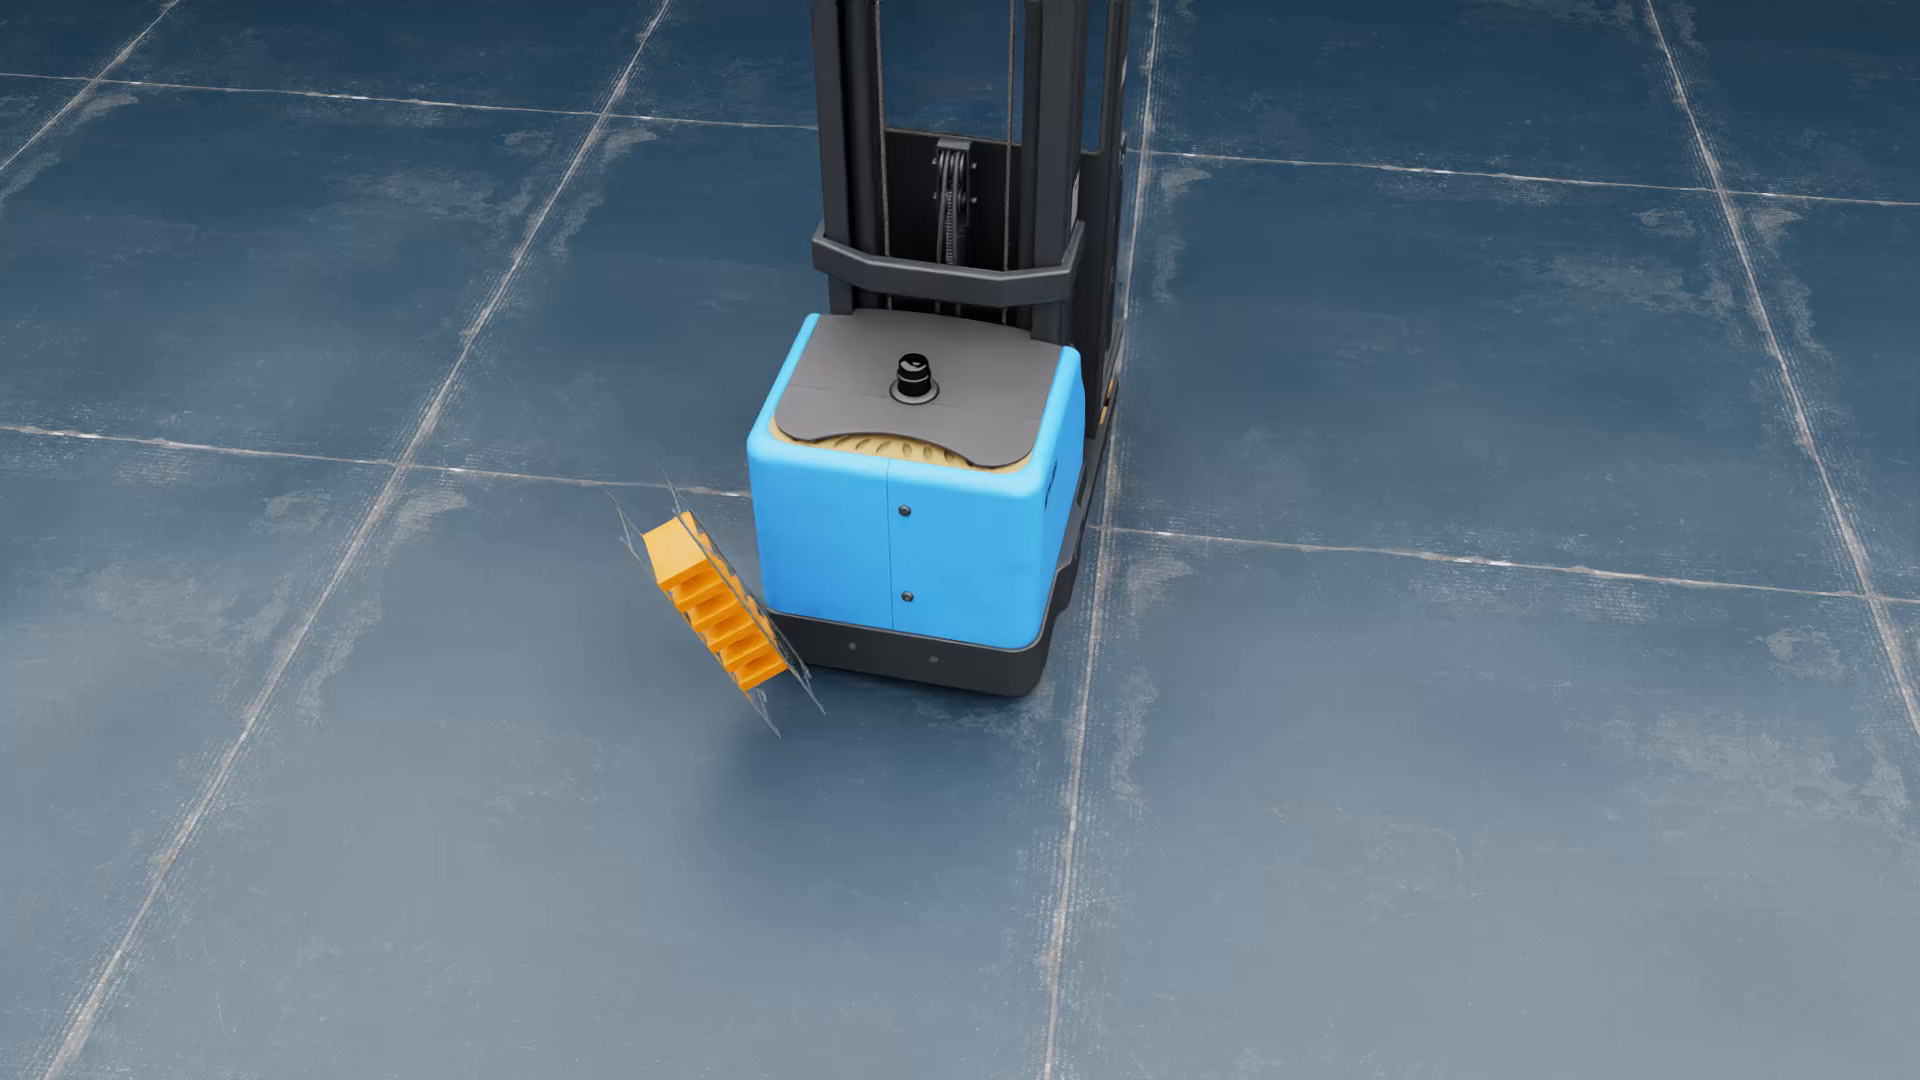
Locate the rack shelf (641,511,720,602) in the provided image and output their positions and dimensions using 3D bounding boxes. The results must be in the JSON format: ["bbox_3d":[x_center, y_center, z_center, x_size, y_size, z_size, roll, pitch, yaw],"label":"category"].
[{"bbox_3d":[-0.908,0.048,5.402,0.180,0.103,0.258,-28,47,1],"label":"rack shelf"}]

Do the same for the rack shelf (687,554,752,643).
[{"bbox_3d":[-0.829,0.191,5.577,0.180,0.103,0.258,-28,47,1],"label":"rack shelf"}]

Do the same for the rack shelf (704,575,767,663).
[{"bbox_3d":[-0.790,0.263,5.665,0.180,0.103,0.258,-28,47,1],"label":"rack shelf"}]

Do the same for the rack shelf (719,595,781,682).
[{"bbox_3d":[-0.750,0.335,5.752,0.180,0.103,0.258,-28,47,1],"label":"rack shelf"}]

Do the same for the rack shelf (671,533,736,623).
[{"bbox_3d":[-0.869,0.120,5.489,0.180,0.103,0.258,-28,47,1],"label":"rack shelf"}]

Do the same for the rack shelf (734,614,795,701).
[{"bbox_3d":[-0.710,0.407,5.840,0.180,0.103,0.258,-28,47,1],"label":"rack shelf"}]

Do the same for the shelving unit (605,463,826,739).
[{"bbox_3d":[-0.804,0.237,5.632,0.189,1.200,0.258,-28,47,1],"label":"shelving unit"}]

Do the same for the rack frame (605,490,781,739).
[{"bbox_3d":[-0.885,0.280,5.633,0.006,1.200,0.240,-28,47,1],"label":"rack frame"}]

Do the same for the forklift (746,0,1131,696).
[{"bbox_3d":[0.084,-1.523,6.227,1.130,2.935,3.031,9,44,9],"label":"forklift"}]

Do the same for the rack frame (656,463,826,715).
[{"bbox_3d":[-0.724,0.193,5.631,0.006,1.200,0.240,-28,47,1],"label":"rack frame"}]
